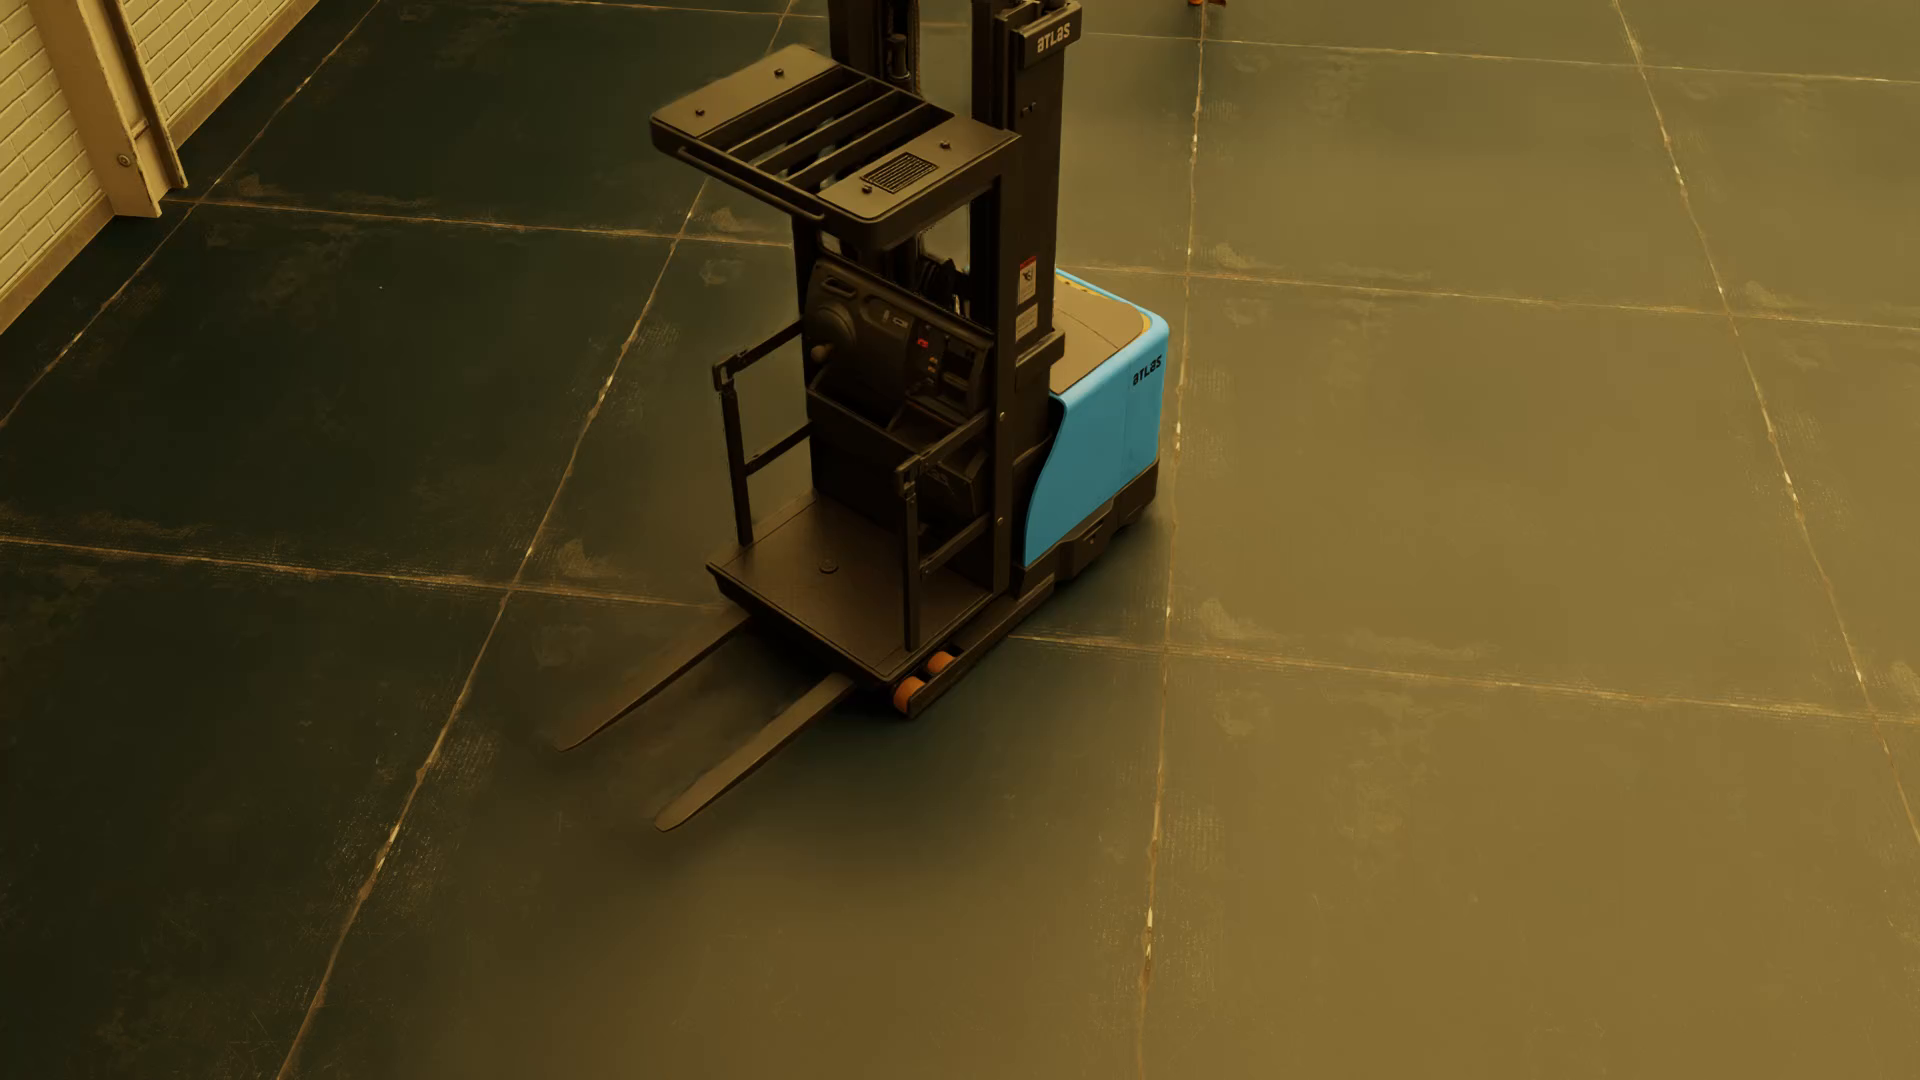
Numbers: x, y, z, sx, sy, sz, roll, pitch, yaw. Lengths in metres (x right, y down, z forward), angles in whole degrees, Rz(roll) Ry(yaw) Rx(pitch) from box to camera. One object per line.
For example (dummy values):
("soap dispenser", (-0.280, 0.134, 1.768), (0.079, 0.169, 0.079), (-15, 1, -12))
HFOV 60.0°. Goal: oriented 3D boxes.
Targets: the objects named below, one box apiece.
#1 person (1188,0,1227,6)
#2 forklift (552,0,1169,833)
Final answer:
("person", (1.710, -4.566, 11.580), (0.739, 1.734, 0.564), (7, 43, 7))
("forklift", (-0.399, -0.722, 6.510), (1.130, 2.935, 3.031), (30, 51, 29))
